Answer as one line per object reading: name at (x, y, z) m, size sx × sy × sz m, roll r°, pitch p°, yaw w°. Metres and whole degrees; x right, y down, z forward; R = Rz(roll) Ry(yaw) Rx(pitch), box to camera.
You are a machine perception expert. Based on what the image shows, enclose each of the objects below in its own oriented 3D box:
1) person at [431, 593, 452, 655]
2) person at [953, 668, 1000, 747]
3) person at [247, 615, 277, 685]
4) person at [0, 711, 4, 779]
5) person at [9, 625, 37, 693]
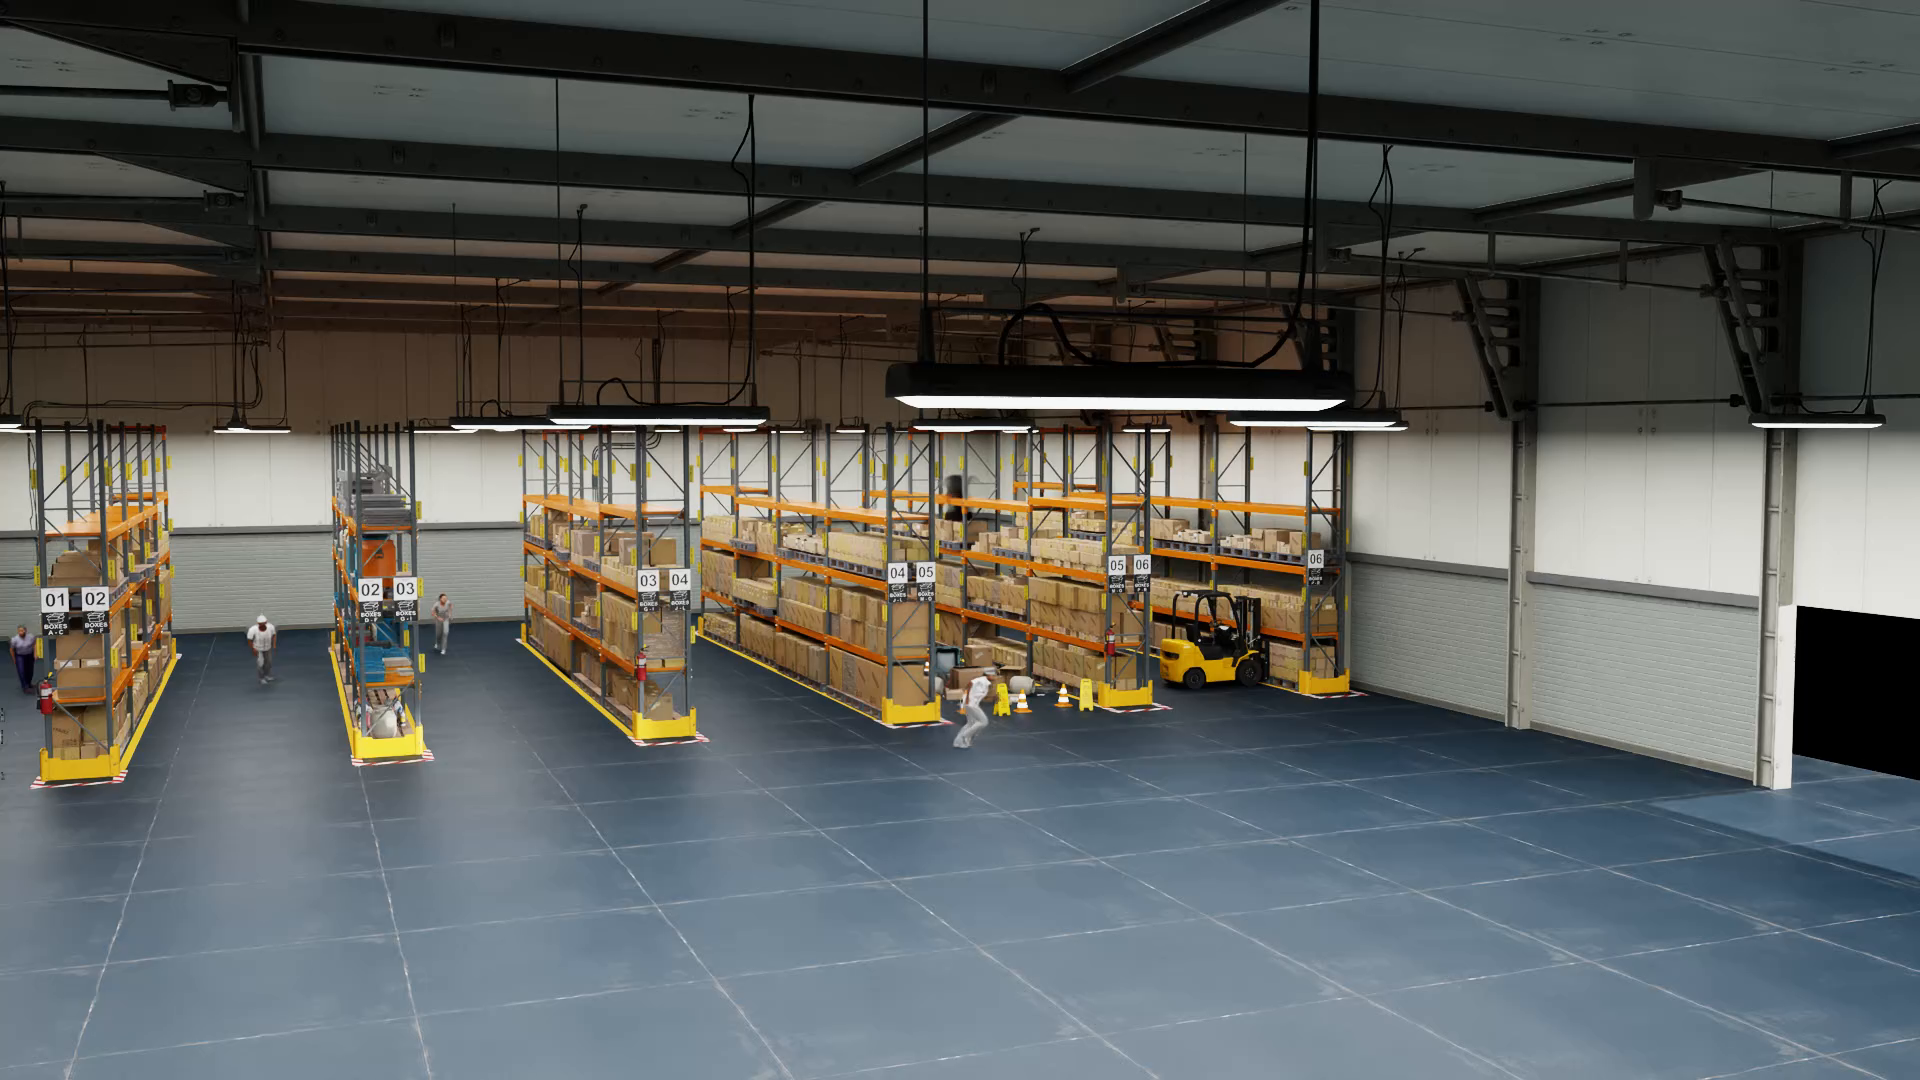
person at (-13.745, 2.193, 44.003) m, size 0.595 × 1.624 × 1.009 m, roll -2°, pitch 4°, yaw -34°
person at (0.293, 3.071, 30.394) m, size 0.880 × 1.491 × 0.605 m, roll 1°, pitch 4°, yaw 10°
person at (-16.078, 2.512, 38.300) m, size 0.888 × 1.631 × 0.698 m, roll 4°, pitch 5°, yaw 45°
person at (-16.276, 3.071, 27.707) m, size 1.019 × 1.763 × 0.646 m, roll 3°, pitch 5°, yaw 41°
person at (-20.969, 2.632, 37.269) m, size 0.903 × 1.530 × 0.602 m, roll 3°, pitch 5°, yaw 43°
